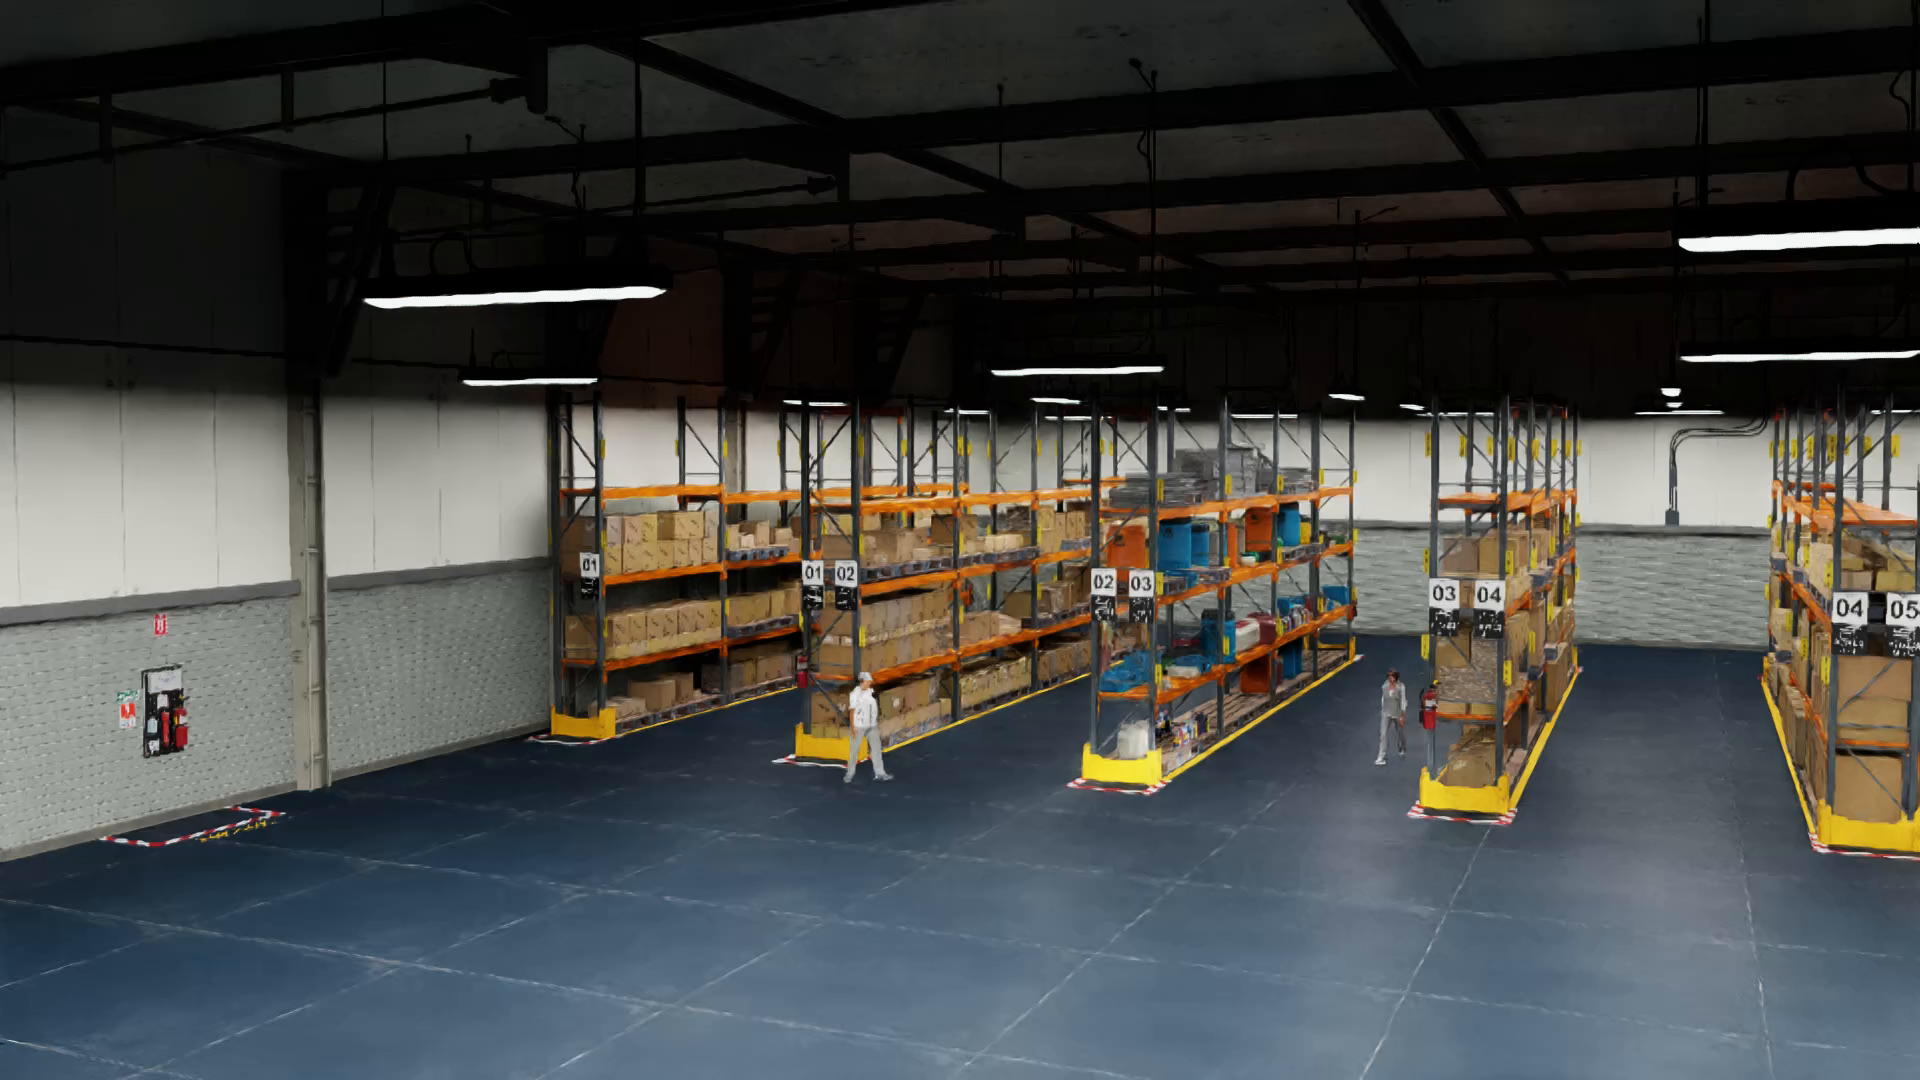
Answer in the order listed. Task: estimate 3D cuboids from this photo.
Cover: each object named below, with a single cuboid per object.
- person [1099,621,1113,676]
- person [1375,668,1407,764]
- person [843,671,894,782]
[{"bbox_3d":[3.099,2.215,34.963,0.389,1.676,0.557,0,3,3],"label":"person"},{"bbox_3d":[6.882,2.768,26.373,0.420,1.512,1.042,2,4,27],"label":"person"},{"bbox_3d":[-1.404,2.788,24.935,0.709,1.653,0.525,-2,4,-37],"label":"person"}]
